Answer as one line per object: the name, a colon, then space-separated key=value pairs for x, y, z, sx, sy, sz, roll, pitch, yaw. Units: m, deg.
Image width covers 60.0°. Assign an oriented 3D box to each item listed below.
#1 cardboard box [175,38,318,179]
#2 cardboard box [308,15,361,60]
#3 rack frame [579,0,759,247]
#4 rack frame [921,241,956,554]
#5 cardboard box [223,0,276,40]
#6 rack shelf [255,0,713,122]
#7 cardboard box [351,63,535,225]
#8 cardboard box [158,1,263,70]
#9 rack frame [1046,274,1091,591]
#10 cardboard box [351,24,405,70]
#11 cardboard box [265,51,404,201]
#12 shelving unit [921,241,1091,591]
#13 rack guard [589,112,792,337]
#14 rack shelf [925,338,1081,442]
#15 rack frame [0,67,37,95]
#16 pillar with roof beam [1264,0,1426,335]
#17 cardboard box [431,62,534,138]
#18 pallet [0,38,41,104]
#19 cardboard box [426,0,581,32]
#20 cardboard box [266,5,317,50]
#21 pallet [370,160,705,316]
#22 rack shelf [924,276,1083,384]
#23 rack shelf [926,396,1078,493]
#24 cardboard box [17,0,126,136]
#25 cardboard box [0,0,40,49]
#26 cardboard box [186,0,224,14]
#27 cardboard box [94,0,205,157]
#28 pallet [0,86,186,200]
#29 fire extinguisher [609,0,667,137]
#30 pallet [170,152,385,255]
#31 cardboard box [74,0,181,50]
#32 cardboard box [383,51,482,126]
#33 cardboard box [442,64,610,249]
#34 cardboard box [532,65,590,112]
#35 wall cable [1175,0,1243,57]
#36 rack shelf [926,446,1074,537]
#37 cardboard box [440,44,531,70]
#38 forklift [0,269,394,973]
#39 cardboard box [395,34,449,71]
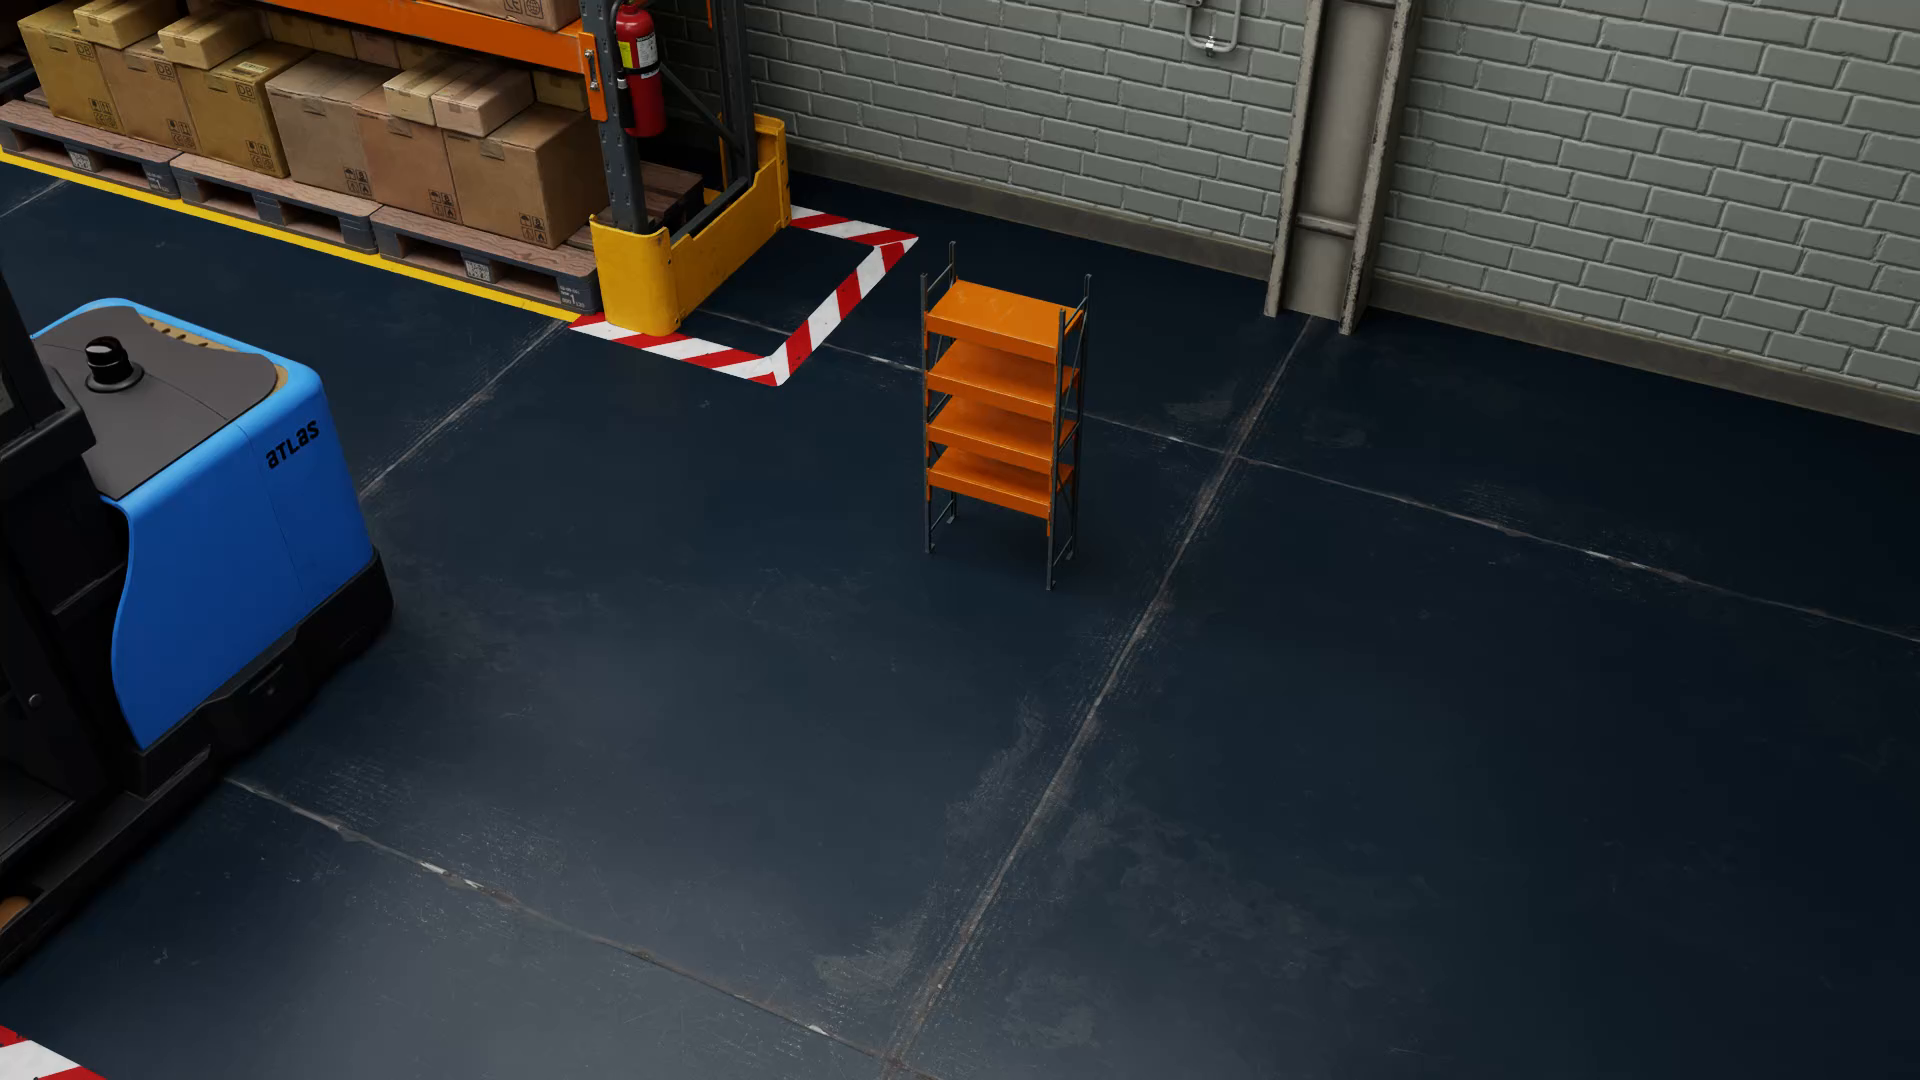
cardboard box: x=-3.288 y=-2.178 z=8.061 sx=0.500 sy=0.500 sz=0.700 roll=18 pitch=44 yaw=20
cardboard box: x=-2.844 y=-2.437 z=7.864 sx=0.250 sy=0.149 sz=0.380 roll=17 pitch=44 yaw=19
rack frame: x=-1.216 y=-2.409 z=6.739 sx=0.127 sy=3.000 sz=1.000 roll=17 pitch=44 yaw=19
rack frame: x=-0.071 y=-0.475 z=5.882 sx=0.015 sy=1.200 sz=0.240 roll=17 pitch=44 yaw=19
cardboard box: x=-3.308 y=-2.578 z=8.027 sx=0.250 sy=0.149 sz=0.380 roll=17 pitch=44 yaw=19
rack shelf: x=-3.028 y=-2.691 z=7.614 sx=4.000 sy=0.370 sz=1.077 roll=17 pitch=44 yaw=19
cardboard box: x=-2.346 y=-1.896 z=7.735 sx=0.500 sy=0.500 sz=0.700 roll=17 pitch=44 yaw=19
cardboard box: x=-3.500 y=-2.360 z=7.776 sx=0.250 sy=0.149 sz=0.380 roll=16 pitch=43 yaw=17
rack frame: x=0.371 y=-0.340 z=5.726 sx=0.015 sy=1.200 sz=0.240 roll=17 pitch=44 yaw=19
cardboard box: x=-2.611 y=-2.366 z=7.782 sx=0.250 sy=0.149 sz=0.380 roll=18 pitch=44 yaw=19
cardboard box: x=-2.802 y=-2.035 z=7.895 sx=0.500 sy=0.500 sz=0.700 roll=16 pitch=43 yaw=17
shelving unit: x=0.150 y=-0.408 z=5.804 sx=0.503 sy=1.200 sz=0.258 roll=17 pitch=44 yaw=19
rack guard: x=-1.194 y=-1.458 z=7.550 sx=0.348 sy=0.500 sz=1.175 roll=17 pitch=44 yaw=19
rack shelf: x=0.150 y=-0.526 z=5.702 sx=0.480 sy=0.148 sz=0.258 roll=17 pitch=44 yaw=19
rack frame: x=-4.841 y=-3.517 z=8.017 sx=0.127 sy=3.000 sz=1.000 roll=17 pitch=44 yaw=19
pillar with roof beam: x=-0.223 y=-1.886 z=1.556 sx=0.400 sy=9.000 sz=9.100 roll=17 pitch=44 yaw=19
cardboard box: x=-2.086 y=-1.930 z=7.279 sx=0.250 sy=0.149 sz=0.380 roll=16 pitch=44 yaw=18
pallet: x=-5.572 y=-2.632 z=9.125 sx=1.213 sy=0.211 sz=1.003 roll=17 pitch=44 yaw=19
cardboard box: x=-1.682 y=-2.658 z=6.797 sx=0.700 sy=0.700 sz=0.980 roll=19 pitch=44 yaw=21
cardboard box: x=-3.073 y=-2.507 z=7.945 sx=0.250 sy=0.149 sz=0.380 roll=16 pitch=43 yaw=18
pallet: x=-1.973 y=-1.530 z=7.854 sx=1.213 sy=0.211 sz=1.003 roll=17 pitch=44 yaw=19
rack shelf: x=0.150 y=-0.704 z=5.547 sx=0.480 sy=0.148 sz=0.258 roll=17 pitch=44 yaw=19
rack shelf: x=0.150 y=-0.357 z=5.848 sx=0.480 sy=0.148 sz=0.258 roll=17 pitch=44 yaw=19
cardboard box: x=-4.206 y=-2.463 z=8.389 sx=0.500 sy=0.500 sz=0.700 roll=18 pitch=44 yaw=19
cardboard box: x=-5.485 y=-2.966 z=8.702 sx=0.750 sy=0.750 sz=0.750 roll=17 pitch=44 yaw=19
cardboard box: x=-3.536 y=-2.649 z=8.108 sx=0.250 sy=0.149 sz=0.380 roll=16 pitch=43 yaw=17
cardboard box: x=-3.752 y=-2.322 z=8.226 sx=0.500 sy=0.500 sz=0.700 roll=17 pitch=44 yaw=18
pallet: x=-4.185 y=-2.206 z=8.634 sx=1.213 sy=0.211 sz=1.003 roll=17 pitch=44 yaw=19
fire extinguisher: x=-1.274 y=-1.923 z=6.522 sx=0.183 sy=0.674 sz=0.296 roll=17 pitch=44 yaw=19
pallet: x=-3.075 y=-1.869 z=8.245 sx=1.213 sy=0.211 sz=1.003 roll=17 pitch=44 yaw=19
cardboard box: x=-3.973 y=-2.505 z=7.942 sx=0.250 sy=0.149 sz=0.380 roll=18 pitch=44 yaw=20
cardboard box: x=-2.318 y=-2.000 z=7.360 sx=0.250 sy=0.149 sz=0.380 roll=18 pitch=44 yaw=20
cardboard box: x=-1.892 y=-1.757 z=7.575 sx=0.500 sy=0.500 sz=0.700 roll=17 pitch=44 yaw=19
cardboard box: x=-1.694 y=-2.087 z=7.460 sx=0.250 sy=0.149 sz=0.380 roll=17 pitch=44 yaw=19
wall cable: x=0.345 y=-3.000 z=6.645 sx=1.851 sy=1.984 sz=0.084 roll=17 pitch=44 yaw=19
rack shelf: x=0.150 y=-0.207 z=5.978 sx=0.480 sy=0.148 sz=0.258 roll=17 pitch=44 yaw=19
cardboard box: x=-2.154 y=-2.226 z=7.621 sx=0.250 sy=0.149 sz=0.380 roll=17 pitch=44 yaw=19
forklift: x=-3.140 y=-0.130 z=4.163 sx=1.130 sy=2.935 sz=3.031 roll=19 pitch=45 yaw=21
cardboard box: x=-2.380 y=-2.296 z=7.701 sx=0.250 sy=0.149 sz=0.380 roll=17 pitch=44 yaw=19
